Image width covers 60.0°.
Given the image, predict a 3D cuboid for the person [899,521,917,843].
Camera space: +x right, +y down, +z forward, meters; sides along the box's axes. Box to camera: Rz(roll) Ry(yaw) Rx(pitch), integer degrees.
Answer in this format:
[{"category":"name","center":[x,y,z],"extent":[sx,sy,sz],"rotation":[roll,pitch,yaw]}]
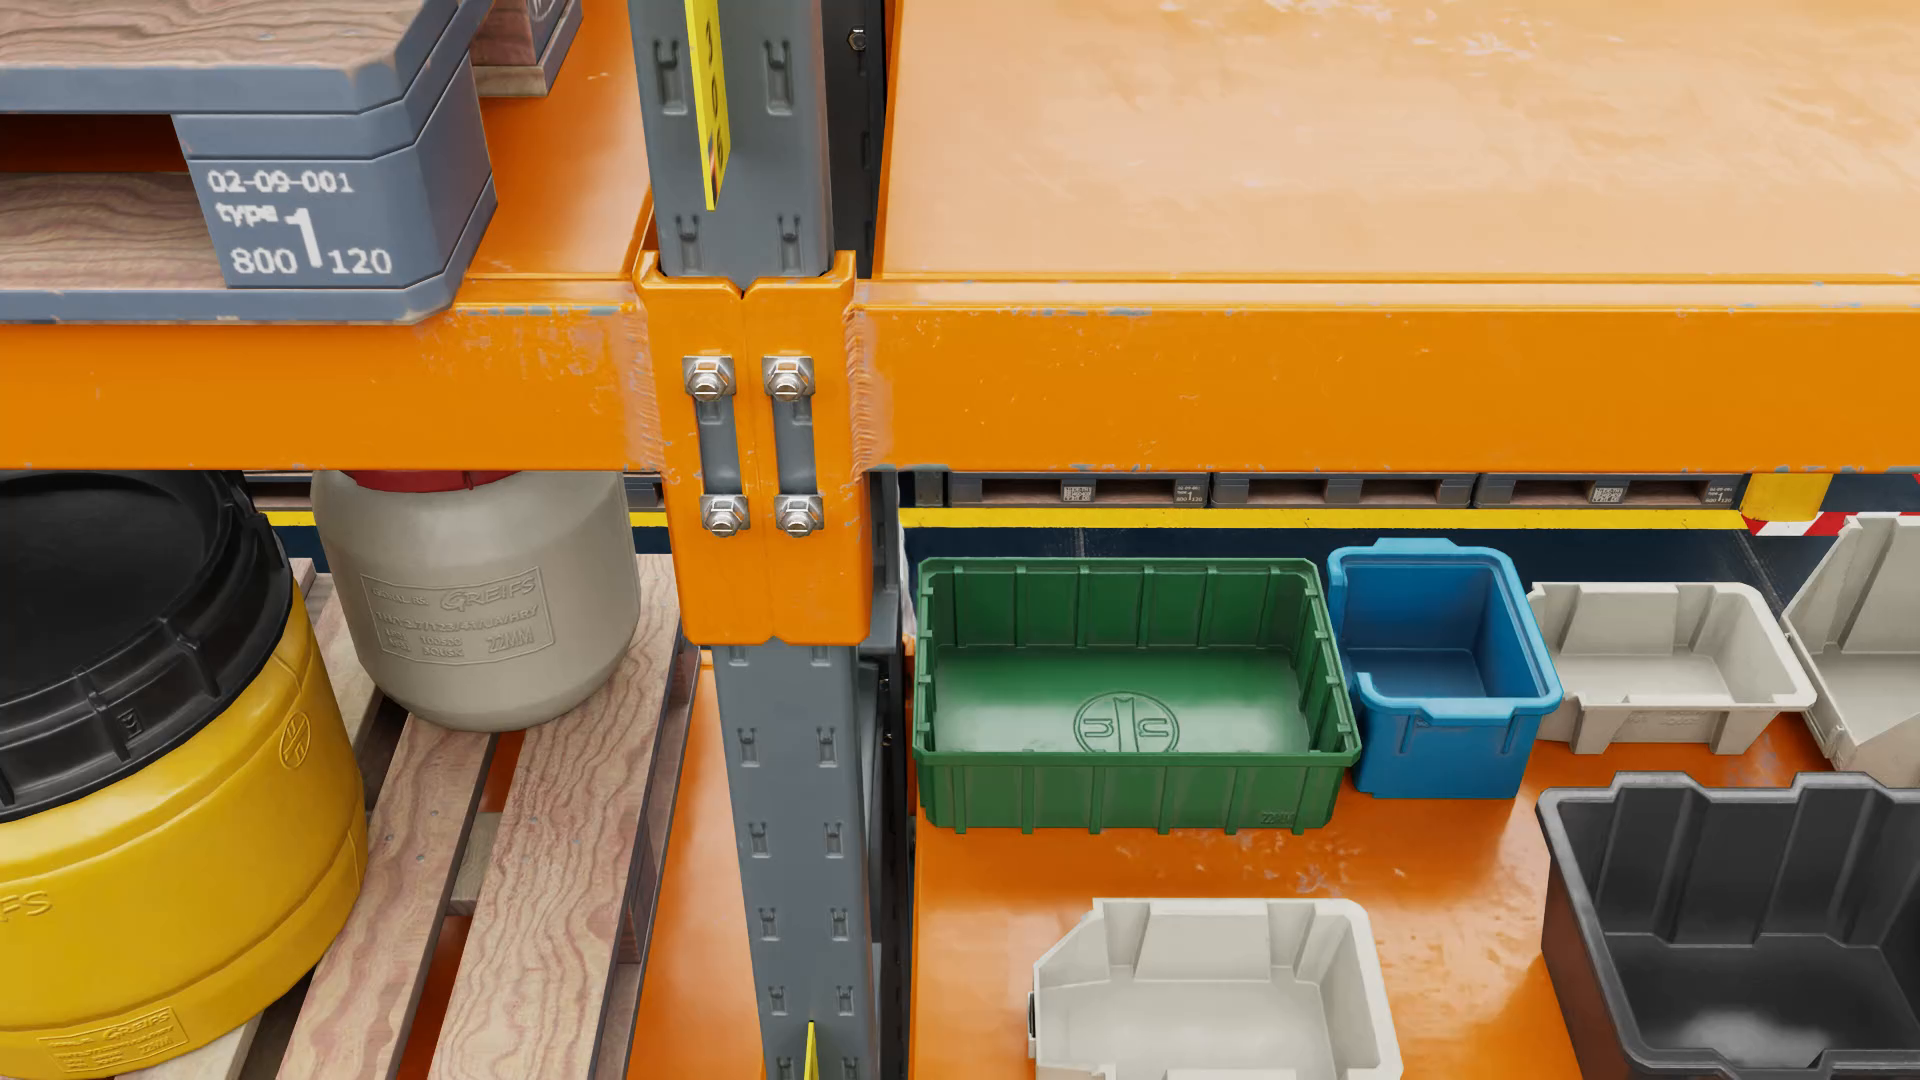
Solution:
[{"category":"person","center":[-0.223,0.514,5.638],"extent":[0.526,1.490,0.465],"rotation":[-2,39,-2]}]
